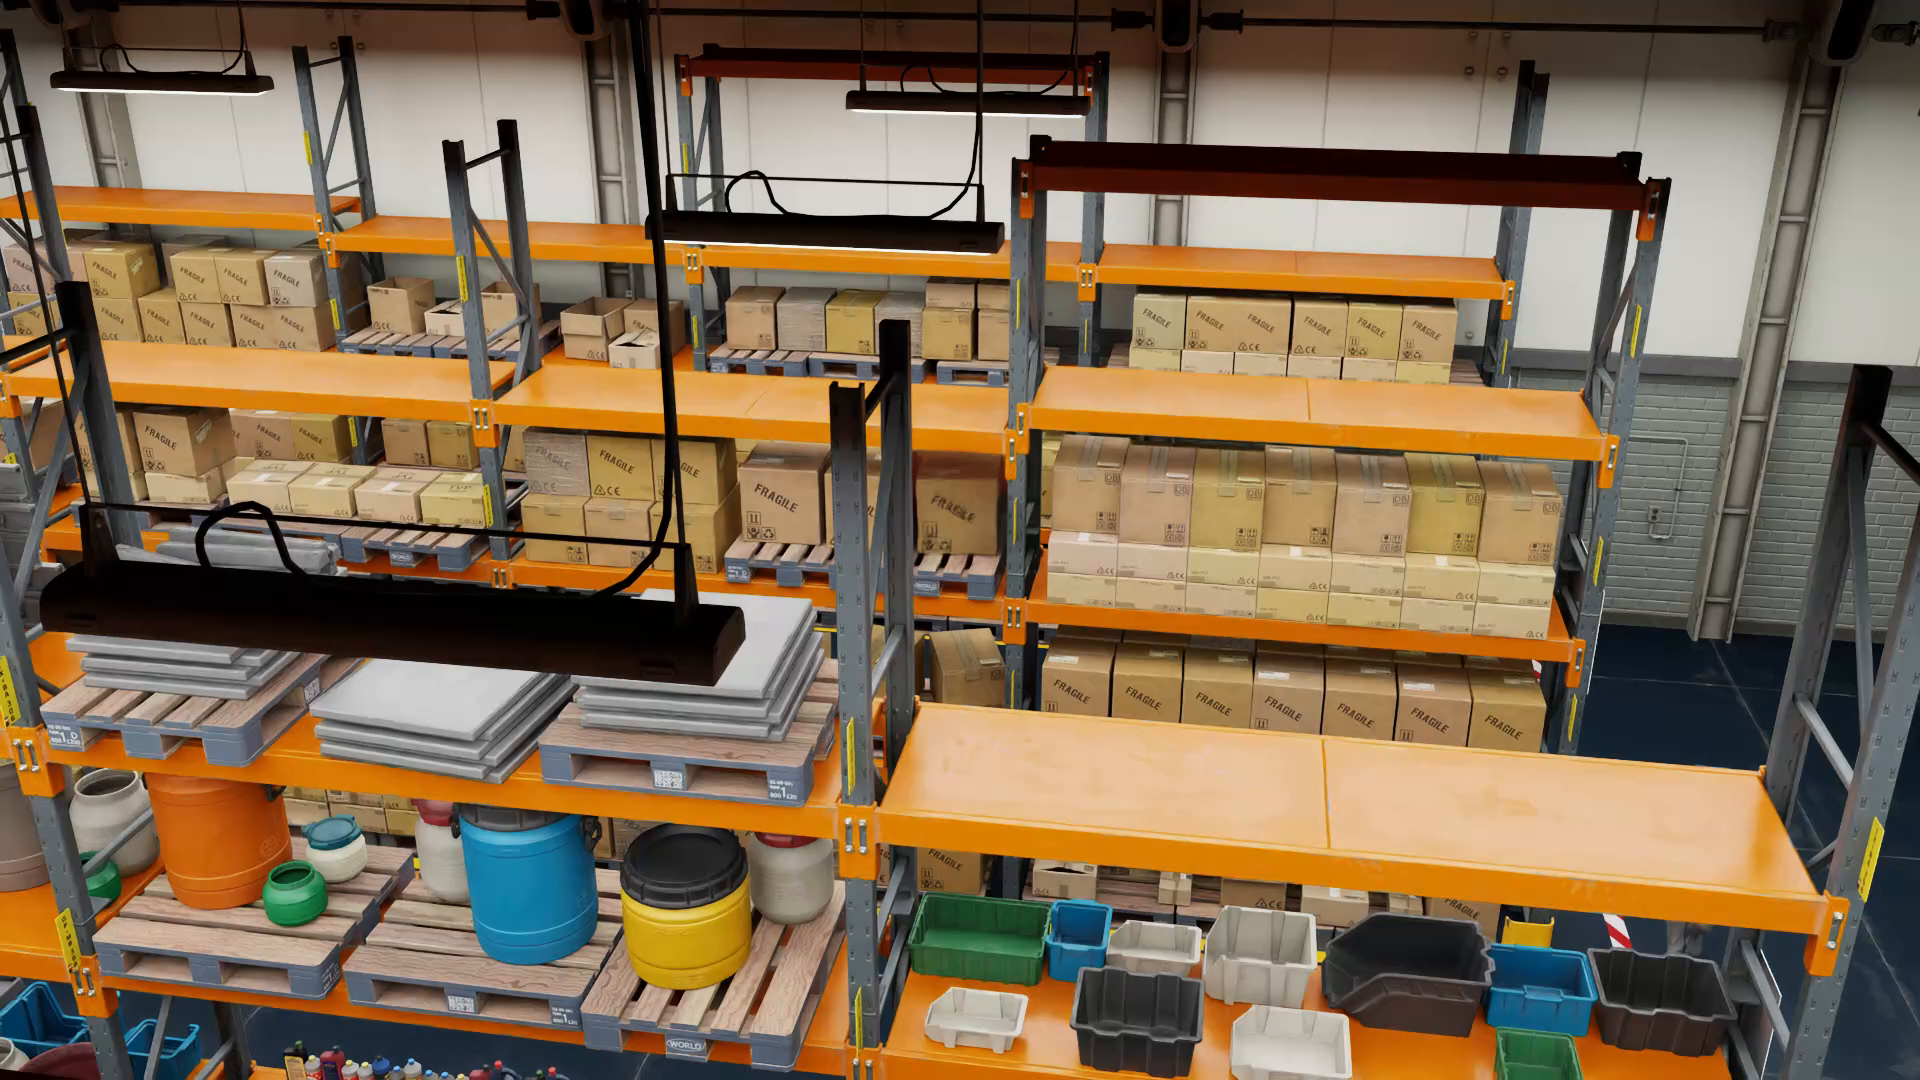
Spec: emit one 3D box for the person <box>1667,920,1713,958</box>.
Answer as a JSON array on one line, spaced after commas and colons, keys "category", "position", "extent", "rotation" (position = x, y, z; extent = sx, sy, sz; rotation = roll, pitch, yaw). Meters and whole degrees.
[{"category": "person", "position": [5.498, 2.441, 12.414], "extent": [0.441, 1.680, 0.470], "rotation": [11, 26, 25]}]
